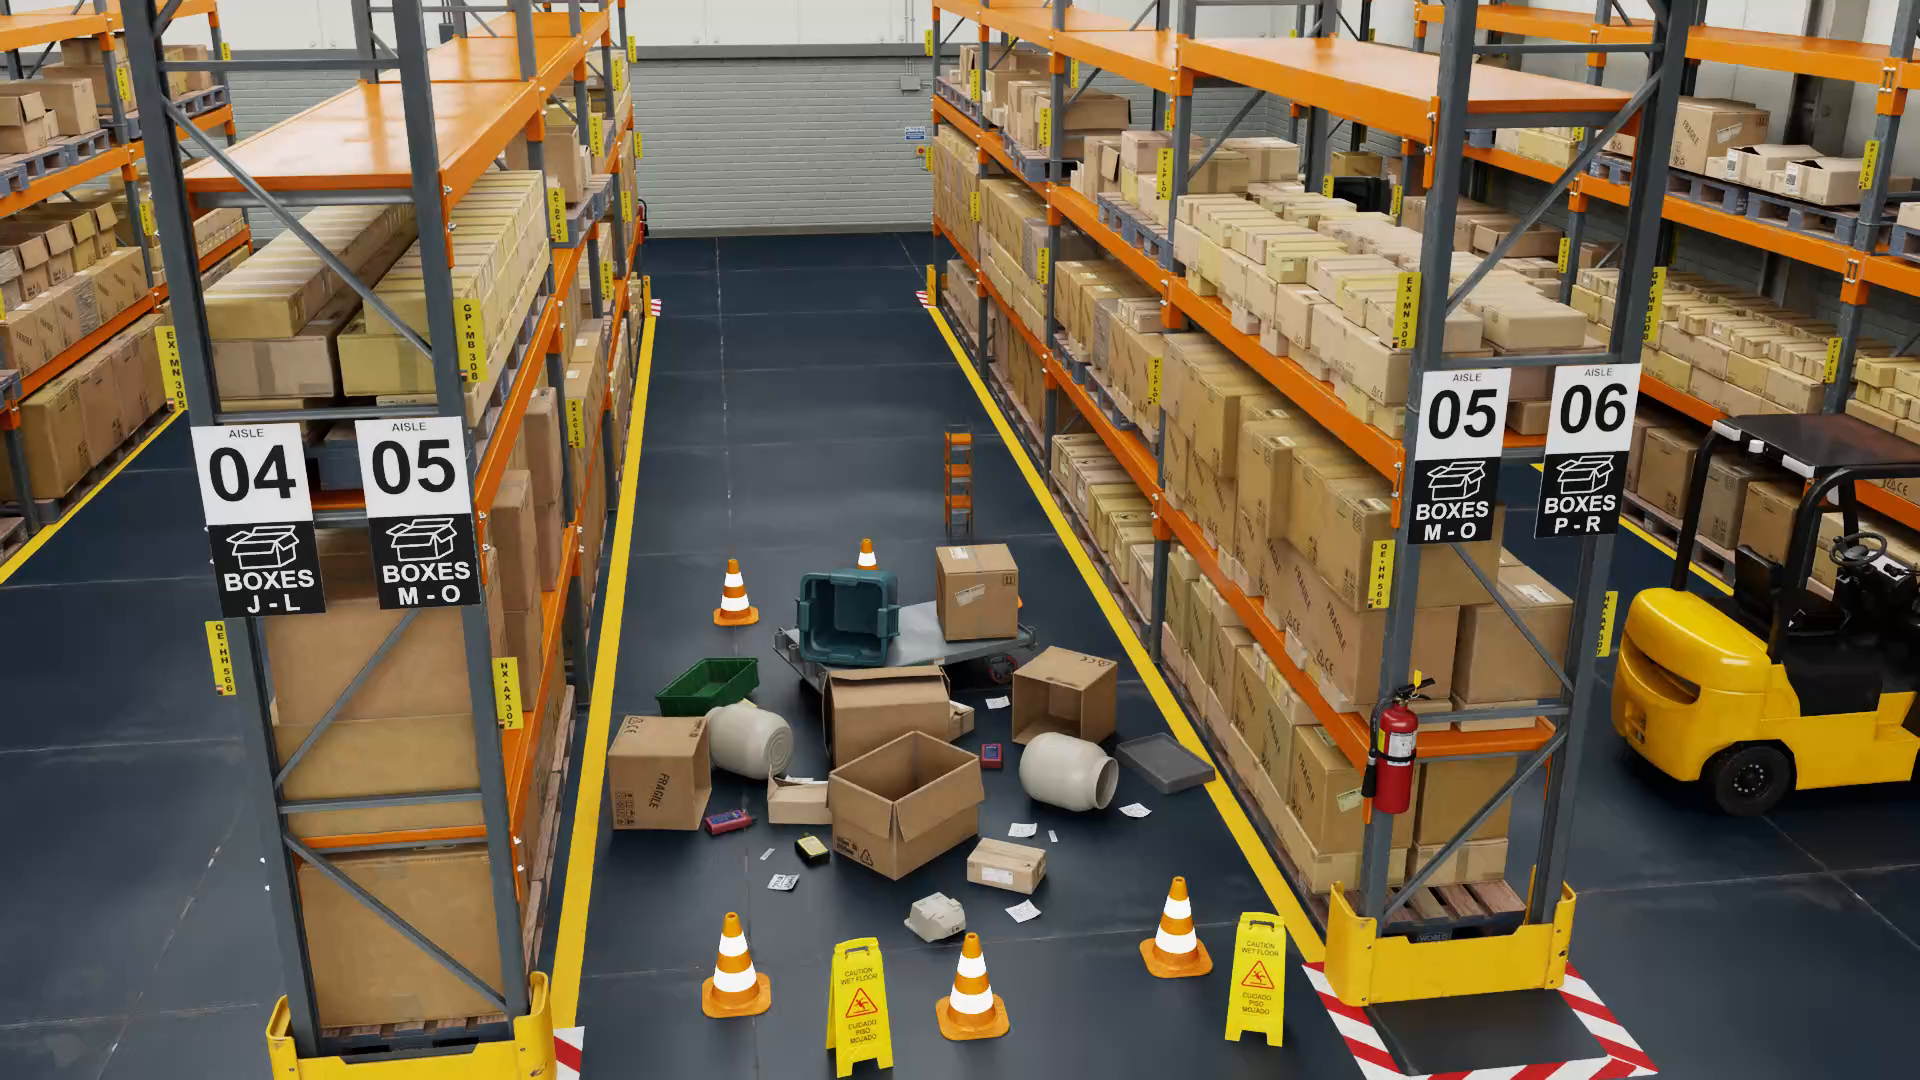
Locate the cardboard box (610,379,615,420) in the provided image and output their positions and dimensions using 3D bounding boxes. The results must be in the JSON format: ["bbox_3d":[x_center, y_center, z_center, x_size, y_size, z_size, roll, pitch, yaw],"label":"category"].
[{"bbox_3d":[-3.450,-1.288,15.353,0.500,0.250,0.500,-4,21,-10],"label":"cardboard box"}]

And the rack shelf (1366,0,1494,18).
[{"bbox_3d":[5.340,-6.746,20.523,1.077,0.370,4.000,-3,21,-8],"label":"rack shelf"}]

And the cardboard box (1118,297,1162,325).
[{"bbox_3d":[1.406,-1.727,12.532,0.380,0.149,0.250,-4,21,-10],"label":"cardboard box"}]

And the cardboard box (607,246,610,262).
[{"bbox_3d":[-3.842,-2.959,17.258,0.380,0.149,0.250,-2,21,-5],"label":"cardboard box"}]

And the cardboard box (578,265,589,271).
[{"bbox_3d":[-3.575,-2.458,15.492,0.380,0.149,0.250,-4,21,-10],"label":"cardboard box"}]

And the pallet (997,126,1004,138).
[{"bbox_3d":[0.898,-4.330,17.584,0.805,0.209,1.217,-4,21,-10],"label":"pallet"}]

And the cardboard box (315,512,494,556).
[{"bbox_3d":[-2.622,0.217,7.664,0.875,0.550,0.550,-3,21,-8],"label":"cardboard box"}]

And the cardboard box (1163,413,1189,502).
[{"bbox_3d":[1.658,-0.580,10.988,0.500,0.500,0.500,-3,21,-8],"label":"cardboard box"}]

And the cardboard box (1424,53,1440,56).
[{"bbox_3d":[5.675,-5.830,20.401,0.500,0.250,0.500,-3,21,-8],"label":"cardboard box"}]

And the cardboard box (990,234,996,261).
[{"bbox_3d":[0.605,-3.148,17.932,0.500,0.250,0.500,-3,21,-7],"label":"cardboard box"}]

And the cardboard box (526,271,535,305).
[{"bbox_3d":[-2.498,-1.345,8.933,0.380,0.149,0.250,-3,21,-7],"label":"cardboard box"}]

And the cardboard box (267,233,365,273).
[{"bbox_3d":[-3.004,-1.335,7.766,0.380,0.149,0.250,-3,21,-9],"label":"cardboard box"}]

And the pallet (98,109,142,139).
[{"bbox_3d":[-9.197,-4.477,17.831,1.003,0.211,1.213,-3,21,-8],"label":"pallet"}]

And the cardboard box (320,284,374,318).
[{"bbox_3d":[-2.855,-0.937,7.271,0.500,0.250,0.500,-3,21,-8],"label":"cardboard box"}]

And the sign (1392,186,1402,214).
[{"bbox_3d":[5.093,-3.957,19.361,0.100,0.325,0.005,-3,21,-8],"label":"sign"}]

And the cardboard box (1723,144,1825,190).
[{"bbox_3d":[6.326,-2.923,12.926,0.500,0.311,0.500,-4,21,-10],"label":"cardboard box"}]

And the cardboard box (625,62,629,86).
[{"bbox_3d":[-4.425,-5.853,20.886,0.500,0.250,0.500,-4,21,-9],"label":"cardboard box"}]

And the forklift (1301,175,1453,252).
[{"bbox_3d":[3.394,-1.531,14.201,1.130,2.935,3.031,-7,22,-17],"label":"forklift"}]

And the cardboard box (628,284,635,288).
[{"bbox_3d":[-4.299,-3.134,21.017,0.380,0.149,0.250,-4,21,-10],"label":"cardboard box"}]

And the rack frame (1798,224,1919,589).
[{"bbox_3d":[6.782,-0.812,12.176,1.000,3.000,0.127,-3,21,-8],"label":"rack frame"}]

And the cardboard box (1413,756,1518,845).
[{"bbox_3d":[2.601,1.264,8.878,0.500,0.500,0.500,-4,21,-10],"label":"cardboard box"}]

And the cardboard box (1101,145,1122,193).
[{"bbox_3d":[1.542,-2.872,13.258,0.797,0.503,0.637,-3,21,-8],"label":"cardboard box"}]

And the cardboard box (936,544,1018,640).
[{"bbox_3d":[0.114,0.356,11.539,0.500,0.500,0.500,-3,21,-8],"label":"cardboard box"}]

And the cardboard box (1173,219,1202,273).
[{"bbox_3d":[1.663,-1.868,10.507,0.500,0.250,0.500,-3,21,-9],"label":"cardboard box"}]

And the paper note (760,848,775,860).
[{"bbox_3d":[-1.099,1.791,9.481,0.032,0.001,0.123,8,22,20],"label":"paper note"}]

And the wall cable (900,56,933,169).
[{"bbox_3d":[-0.695,-7.157,27.667,0.585,1.953,0.123,-3,21,-8],"label":"wall cable"}]

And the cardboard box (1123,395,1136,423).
[{"bbox_3d":[1.430,-0.983,12.394,0.380,0.149,0.250,-3,21,-9],"label":"cardboard box"}]

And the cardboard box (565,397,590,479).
[{"bbox_3d":[-2.896,-0.693,11.715,0.500,0.500,0.500,-3,21,-7],"label":"cardboard box"}]

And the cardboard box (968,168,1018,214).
[{"bbox_3d":[0.376,-3.995,19.126,0.500,0.500,0.500,-3,21,-8],"label":"cardboard box"}]

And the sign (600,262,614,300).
[{"bbox_3d":[-3.041,-2.232,14.324,0.100,0.325,0.005,-3,21,-8],"label":"sign"}]

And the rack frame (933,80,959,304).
[{"bbox_3d":[0.141,-4.715,22.627,1.000,3.000,0.127,-3,21,-8],"label":"rack frame"}]

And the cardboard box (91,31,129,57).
[{"bbox_3d":[-9.384,-5.562,18.650,0.500,0.250,0.500,-4,21,-9],"label":"cardboard box"}]

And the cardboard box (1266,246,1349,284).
[{"bbox_3d":[1.852,-1.468,8.865,0.380,0.149,0.250,-2,21,-6],"label":"cardboard box"}]

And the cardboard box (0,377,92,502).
[{"bbox_3d":[-8.591,-0.887,14.813,1.225,0.875,0.875,-4,21,-10],"label":"cardboard box"}]

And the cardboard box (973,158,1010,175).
[{"bbox_3d":[0.358,-4.240,18.855,0.380,0.149,0.250,-3,21,-9],"label":"cardboard box"}]

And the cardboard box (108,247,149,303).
[{"bbox_3d":[-8.751,-2.729,17.166,0.500,0.500,0.500,-3,21,-8],"label":"cardboard box"}]

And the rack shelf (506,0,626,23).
[{"bbox_3d":[-4.455,-6.210,19.087,1.077,0.370,4.000,-3,21,-8],"label":"rack shelf"}]

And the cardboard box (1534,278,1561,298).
[{"bbox_3d":[5.731,-2.484,16.412,0.380,0.149,0.250,-3,21,-7],"label":"cardboard box"}]

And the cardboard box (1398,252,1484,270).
[{"bbox_3d":[2.521,-1.412,8.716,0.380,0.149,0.250,-2,21,-6],"label":"cardboard box"}]

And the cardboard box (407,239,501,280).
[{"bbox_3d":[-2.315,-1.279,7.616,0.380,0.149,0.250,-3,21,-9],"label":"cardboard box"}]

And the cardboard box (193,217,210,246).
[{"bbox_3d":[-9.108,-3.598,19.425,0.500,0.250,0.500,-3,21,-8],"label":"cardboard box"}]

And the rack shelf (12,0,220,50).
[{"bbox_3d":[-9.377,-5.809,18.581,1.077,0.370,4.000,-3,21,-8],"label":"rack shelf"}]

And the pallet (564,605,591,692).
[{"bbox_3d":[-3.199,0.768,11.934,1.003,0.211,1.213,-3,21,-8],"label":"pallet"}]

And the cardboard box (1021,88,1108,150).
[{"bbox_3d":[0.963,-3.927,15.487,0.700,0.500,0.500,-4,21,-10],"label":"cardboard box"}]

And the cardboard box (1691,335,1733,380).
[{"bbox_3d":[6.309,-1.488,13.486,0.500,0.250,0.500,-3,21,-7],"label":"cardboard box"}]

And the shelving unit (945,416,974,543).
[{"bbox_3d":[-0.008,-0.510,14.156,0.215,1.050,0.252,-3,21,-8],"label":"shelving unit"}]

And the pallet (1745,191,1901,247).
[{"bbox_3d":[6.642,-2.432,12.501,0.805,0.209,1.217,-4,21,-10],"label":"pallet"}]

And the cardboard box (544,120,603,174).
[{"bbox_3d":[-3.488,-3.496,14.934,0.500,0.500,0.500,-3,21,-8],"label":"cardboard box"}]

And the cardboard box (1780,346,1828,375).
[{"bbox_3d":[6.458,-1.358,12.569,0.380,0.149,0.250,-3,21,-9],"label":"cardboard box"}]

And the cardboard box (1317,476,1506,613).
[{"bbox_3d":[2.158,0.004,7.994,0.700,0.500,0.500,-3,21,-9],"label":"cardboard box"}]

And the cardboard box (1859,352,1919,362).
[{"bbox_3d":[6.944,-1.295,12.400,0.380,0.149,0.250,-3,21,-9],"label":"cardboard box"}]

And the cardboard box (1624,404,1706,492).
[{"bbox_3d":[6.384,-0.838,15.042,0.875,0.625,0.625,-2,21,-6],"label":"cardboard box"}]

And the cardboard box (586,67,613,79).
[{"bbox_3d":[-4.059,-5.186,18.532,0.380,0.149,0.250,-4,21,-9],"label":"cardboard box"}]

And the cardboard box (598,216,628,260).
[{"bbox_3d":[-3.988,-3.416,18.580,0.500,0.500,0.500,-3,21,-9],"label":"cardboard box"}]

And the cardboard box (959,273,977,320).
[{"bbox_3d":[0.475,-3.171,21.556,0.875,0.438,0.875,-2,21,-6],"label":"cardboard box"}]

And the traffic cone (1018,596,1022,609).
[{"bbox_3d":[0.307,0.270,12.907,0.336,0.463,0.334,-3,21,-8],"label":"traffic cone"}]
